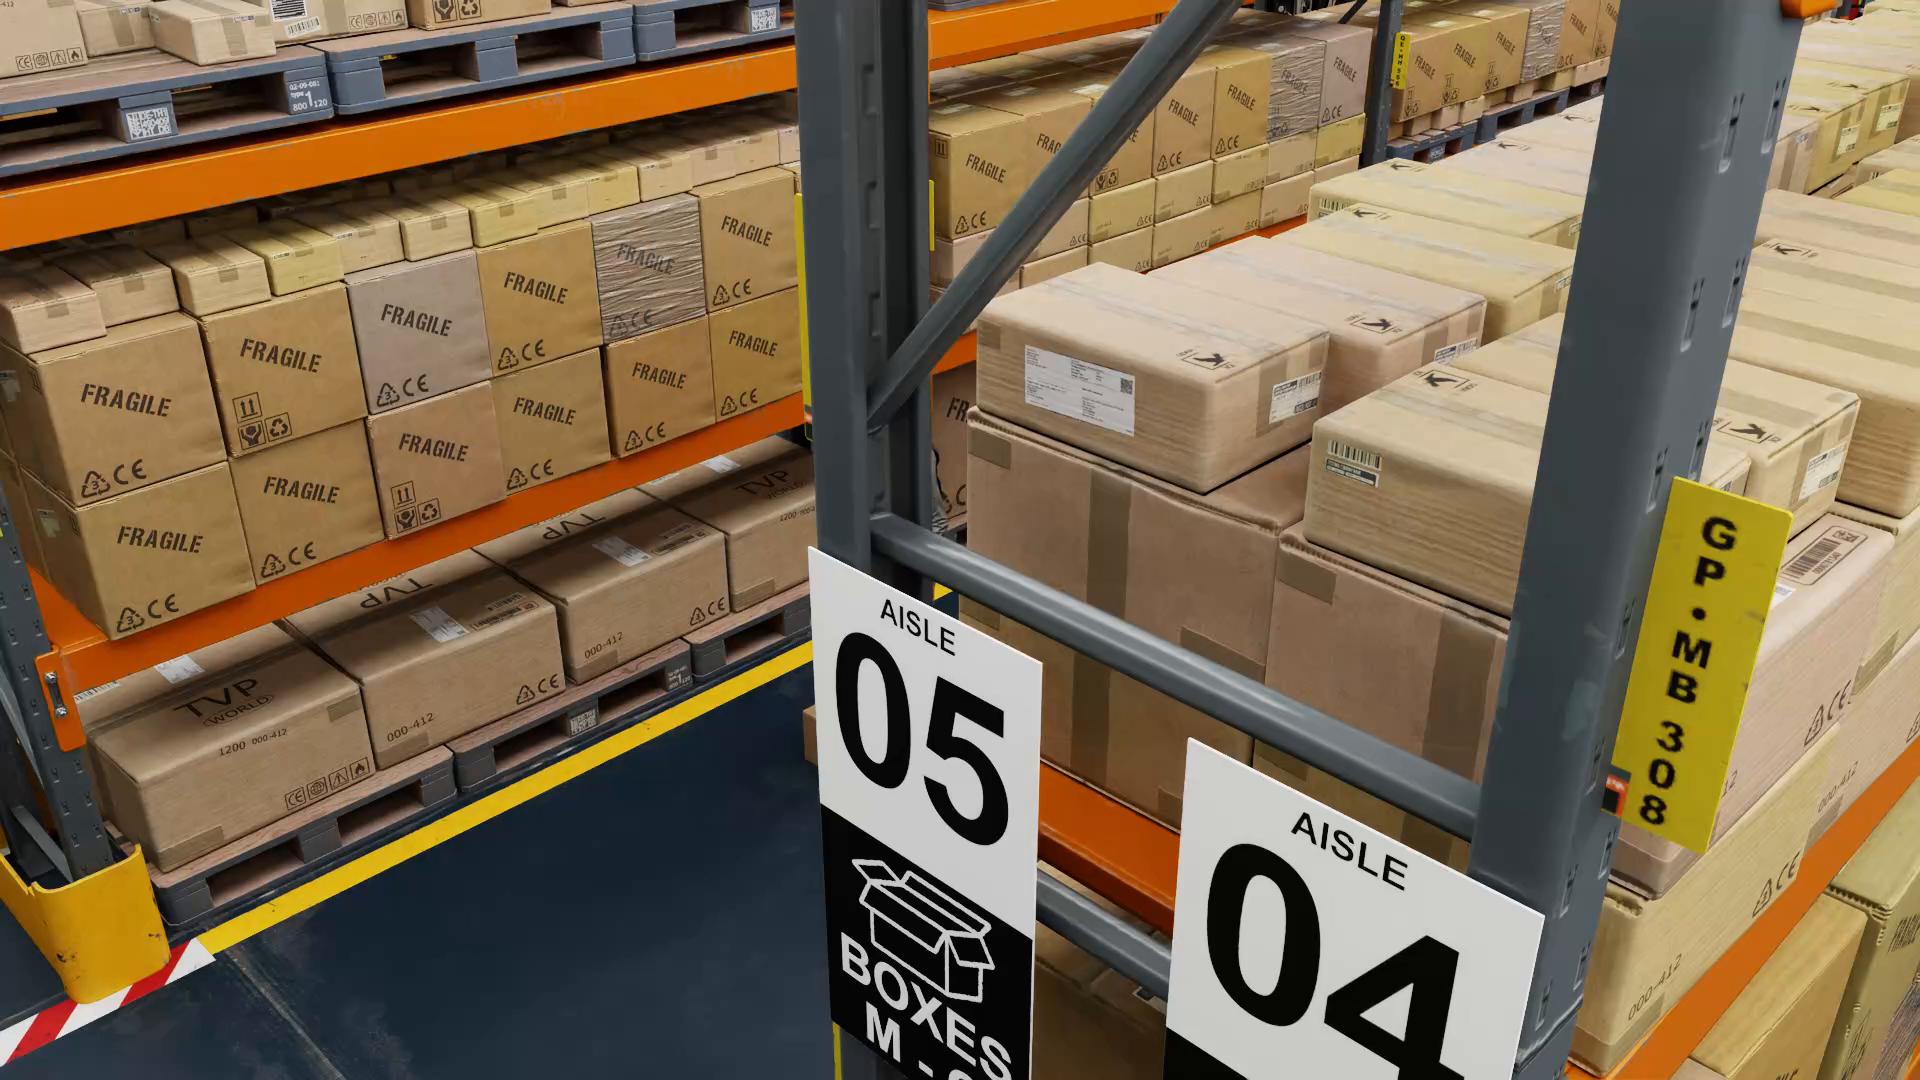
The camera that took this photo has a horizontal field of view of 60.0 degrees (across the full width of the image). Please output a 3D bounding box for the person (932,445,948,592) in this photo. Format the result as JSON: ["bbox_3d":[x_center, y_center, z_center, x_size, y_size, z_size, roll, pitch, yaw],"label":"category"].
[{"bbox_3d":[-0.295,0.091,6.971,0.593,1.722,0.410,23,35,37],"label":"person"}]
